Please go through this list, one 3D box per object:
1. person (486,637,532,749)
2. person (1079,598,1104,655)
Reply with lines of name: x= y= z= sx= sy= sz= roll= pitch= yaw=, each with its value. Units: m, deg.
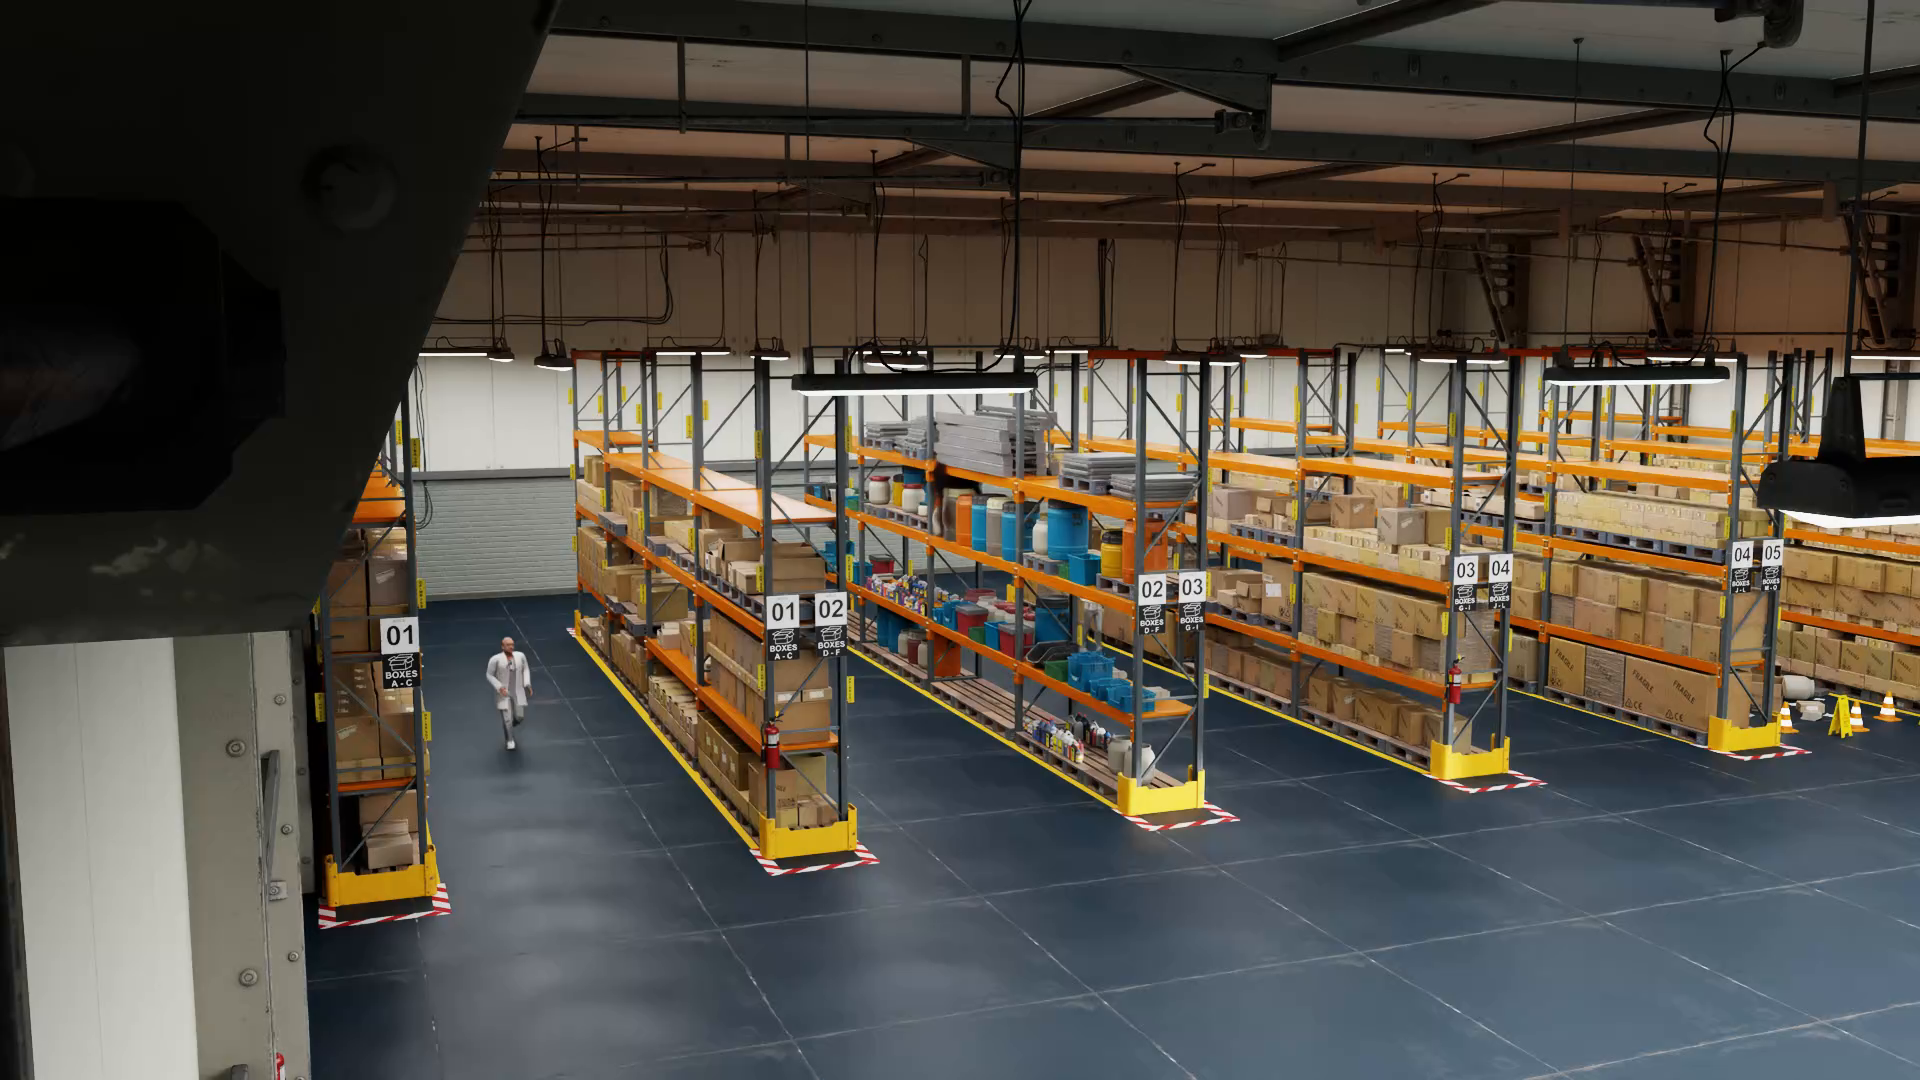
person: x=-6.885 y=2.331 z=25.395 sx=0.686 sy=1.724 sz=0.681 roll=-4 pitch=8 yaw=-28
person: x=2.499 y=1.368 z=31.078 sx=0.592 sy=1.791 sz=0.794 roll=-3 pitch=8 yaw=-24
